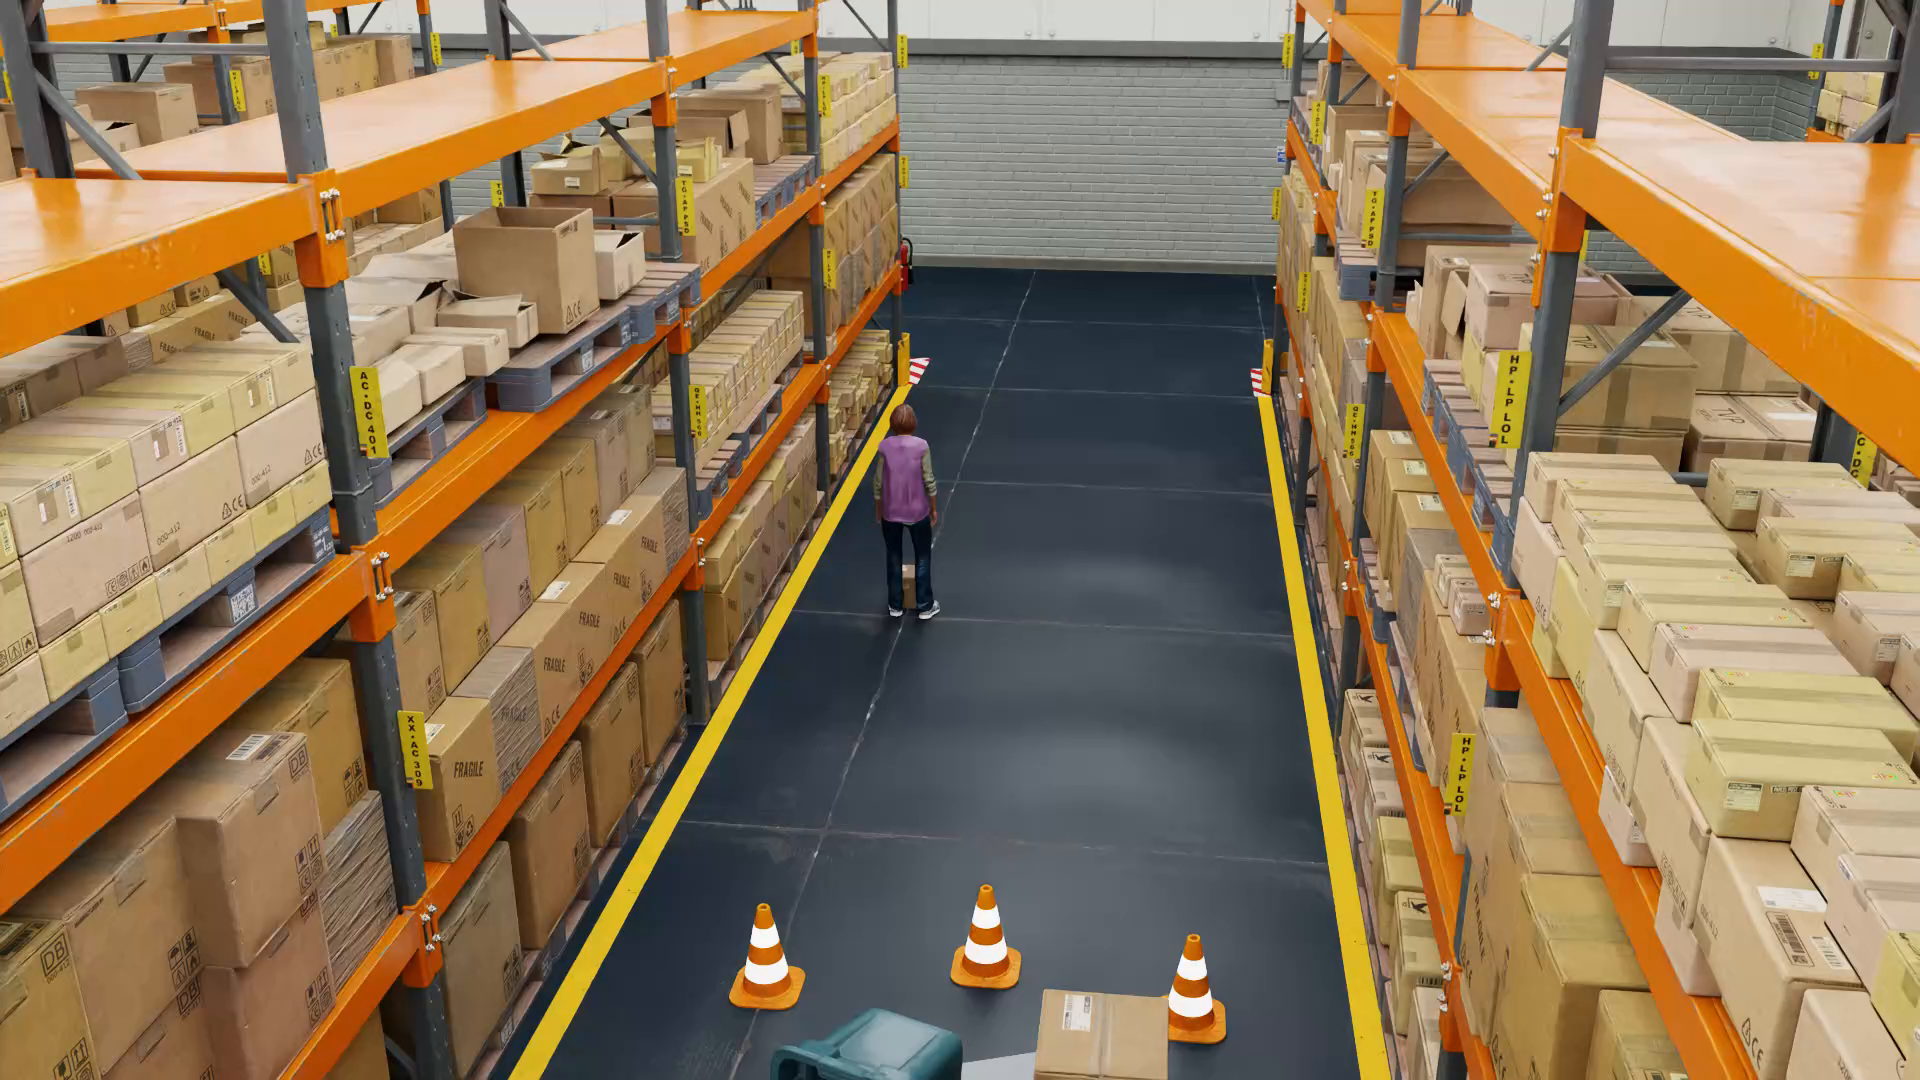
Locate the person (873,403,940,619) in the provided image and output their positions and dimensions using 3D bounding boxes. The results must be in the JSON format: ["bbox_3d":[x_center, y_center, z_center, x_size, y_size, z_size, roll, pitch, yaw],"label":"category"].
[{"bbox_3d":[-0.390,-0.194,11.969,0.463,1.593,0.365,3,22,6],"label":"person"}]
